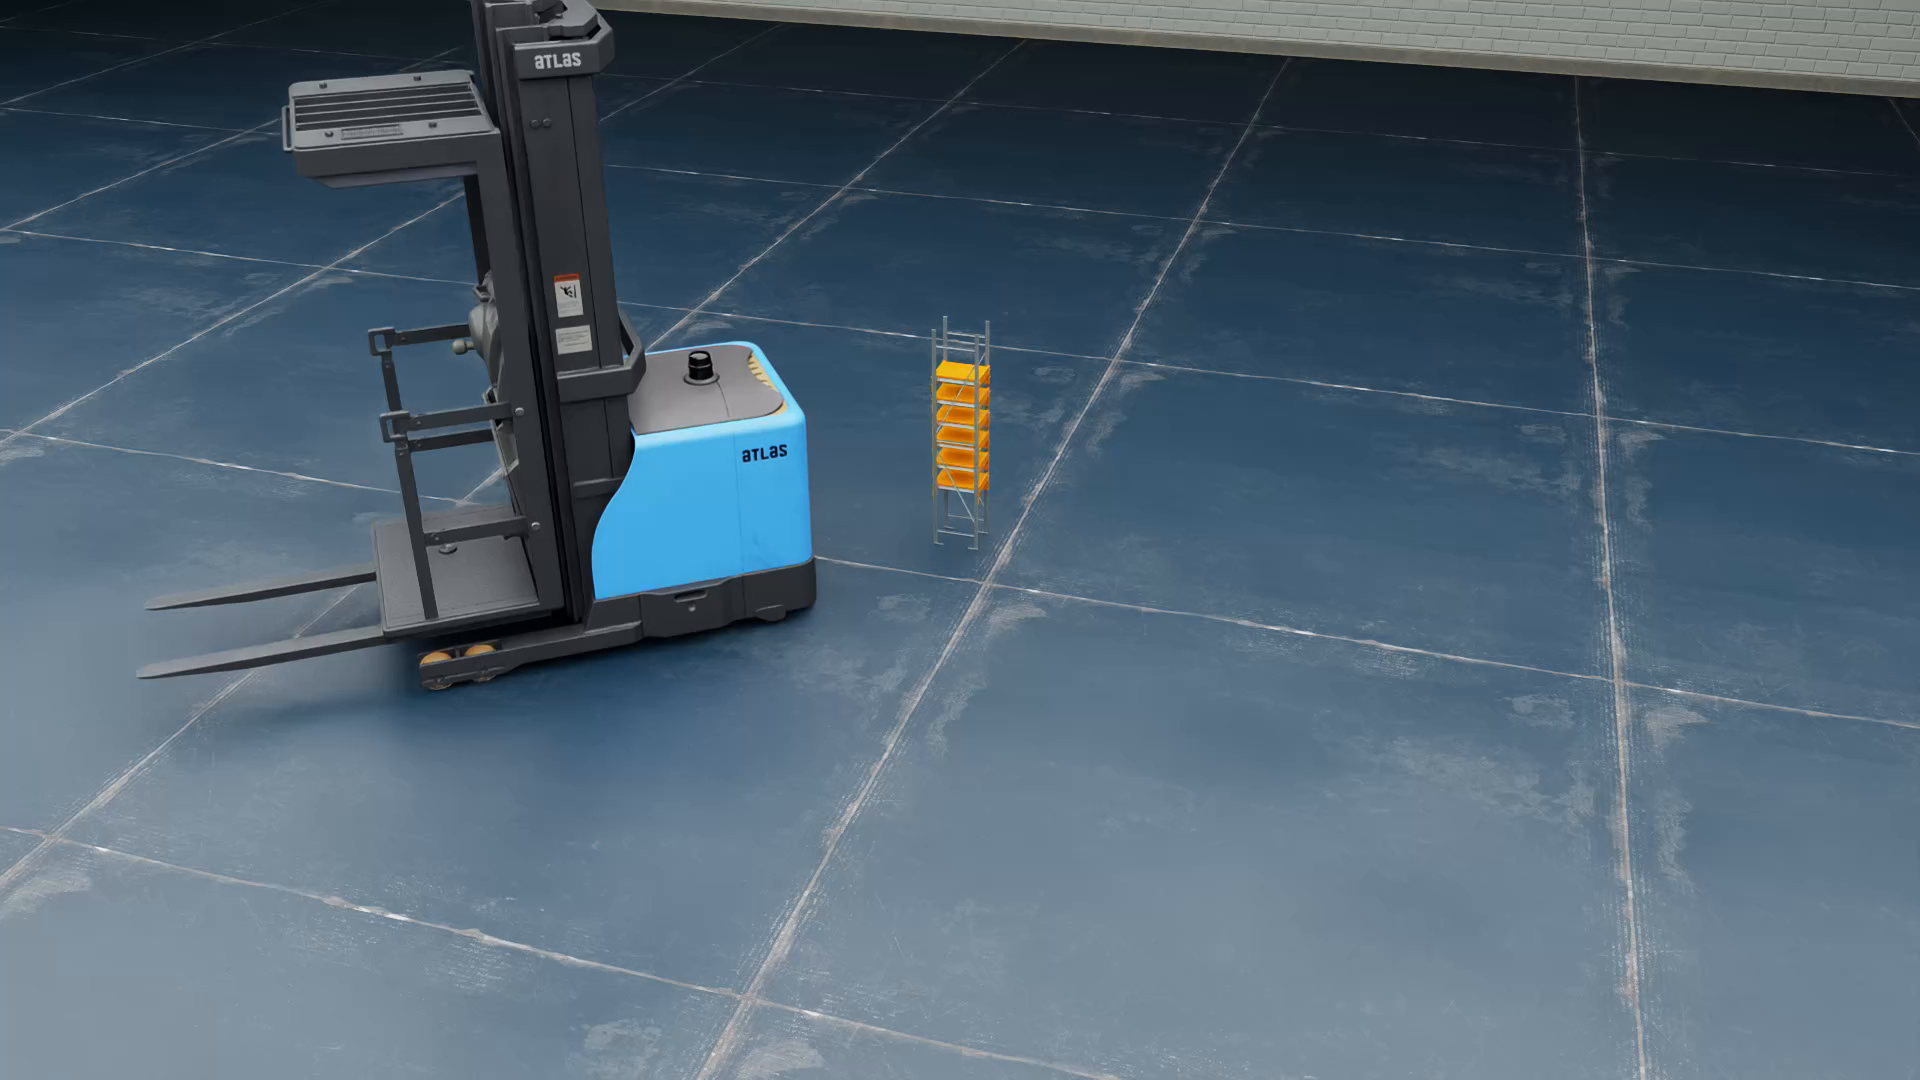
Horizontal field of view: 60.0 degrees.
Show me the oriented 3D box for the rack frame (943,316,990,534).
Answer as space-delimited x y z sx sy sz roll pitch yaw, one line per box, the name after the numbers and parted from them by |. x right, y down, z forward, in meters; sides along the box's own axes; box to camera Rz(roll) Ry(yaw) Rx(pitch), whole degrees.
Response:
0.031 -0.574 8.547 0.240 1.200 0.006 8 30 15 | rack frame

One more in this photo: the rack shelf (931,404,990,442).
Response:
0.004 -0.597 8.434 0.258 0.103 0.180 8 30 15 | rack shelf

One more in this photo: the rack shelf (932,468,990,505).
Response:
0.004 -0.282 8.609 0.258 0.103 0.180 8 30 15 | rack shelf

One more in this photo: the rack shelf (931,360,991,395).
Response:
0.004 -0.807 8.317 0.258 0.103 0.180 8 30 15 | rack shelf

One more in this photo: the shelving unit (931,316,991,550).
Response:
0.004 -0.531 8.470 0.258 1.200 0.189 8 30 15 | shelving unit

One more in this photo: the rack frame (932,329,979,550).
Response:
-0.023 -0.489 8.394 0.240 1.200 0.006 8 30 15 | rack frame

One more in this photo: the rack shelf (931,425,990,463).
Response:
0.004 -0.492 8.492 0.258 0.103 0.180 8 30 15 | rack shelf

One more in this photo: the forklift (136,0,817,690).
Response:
-2.270 -0.893 7.341 3.031 2.935 1.130 -10 31 -17 | forklift

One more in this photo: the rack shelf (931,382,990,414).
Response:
0.004 -0.702 8.375 0.258 0.103 0.180 8 30 15 | rack shelf

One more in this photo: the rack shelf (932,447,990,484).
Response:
0.004 -0.387 8.550 0.258 0.103 0.180 8 30 15 | rack shelf
